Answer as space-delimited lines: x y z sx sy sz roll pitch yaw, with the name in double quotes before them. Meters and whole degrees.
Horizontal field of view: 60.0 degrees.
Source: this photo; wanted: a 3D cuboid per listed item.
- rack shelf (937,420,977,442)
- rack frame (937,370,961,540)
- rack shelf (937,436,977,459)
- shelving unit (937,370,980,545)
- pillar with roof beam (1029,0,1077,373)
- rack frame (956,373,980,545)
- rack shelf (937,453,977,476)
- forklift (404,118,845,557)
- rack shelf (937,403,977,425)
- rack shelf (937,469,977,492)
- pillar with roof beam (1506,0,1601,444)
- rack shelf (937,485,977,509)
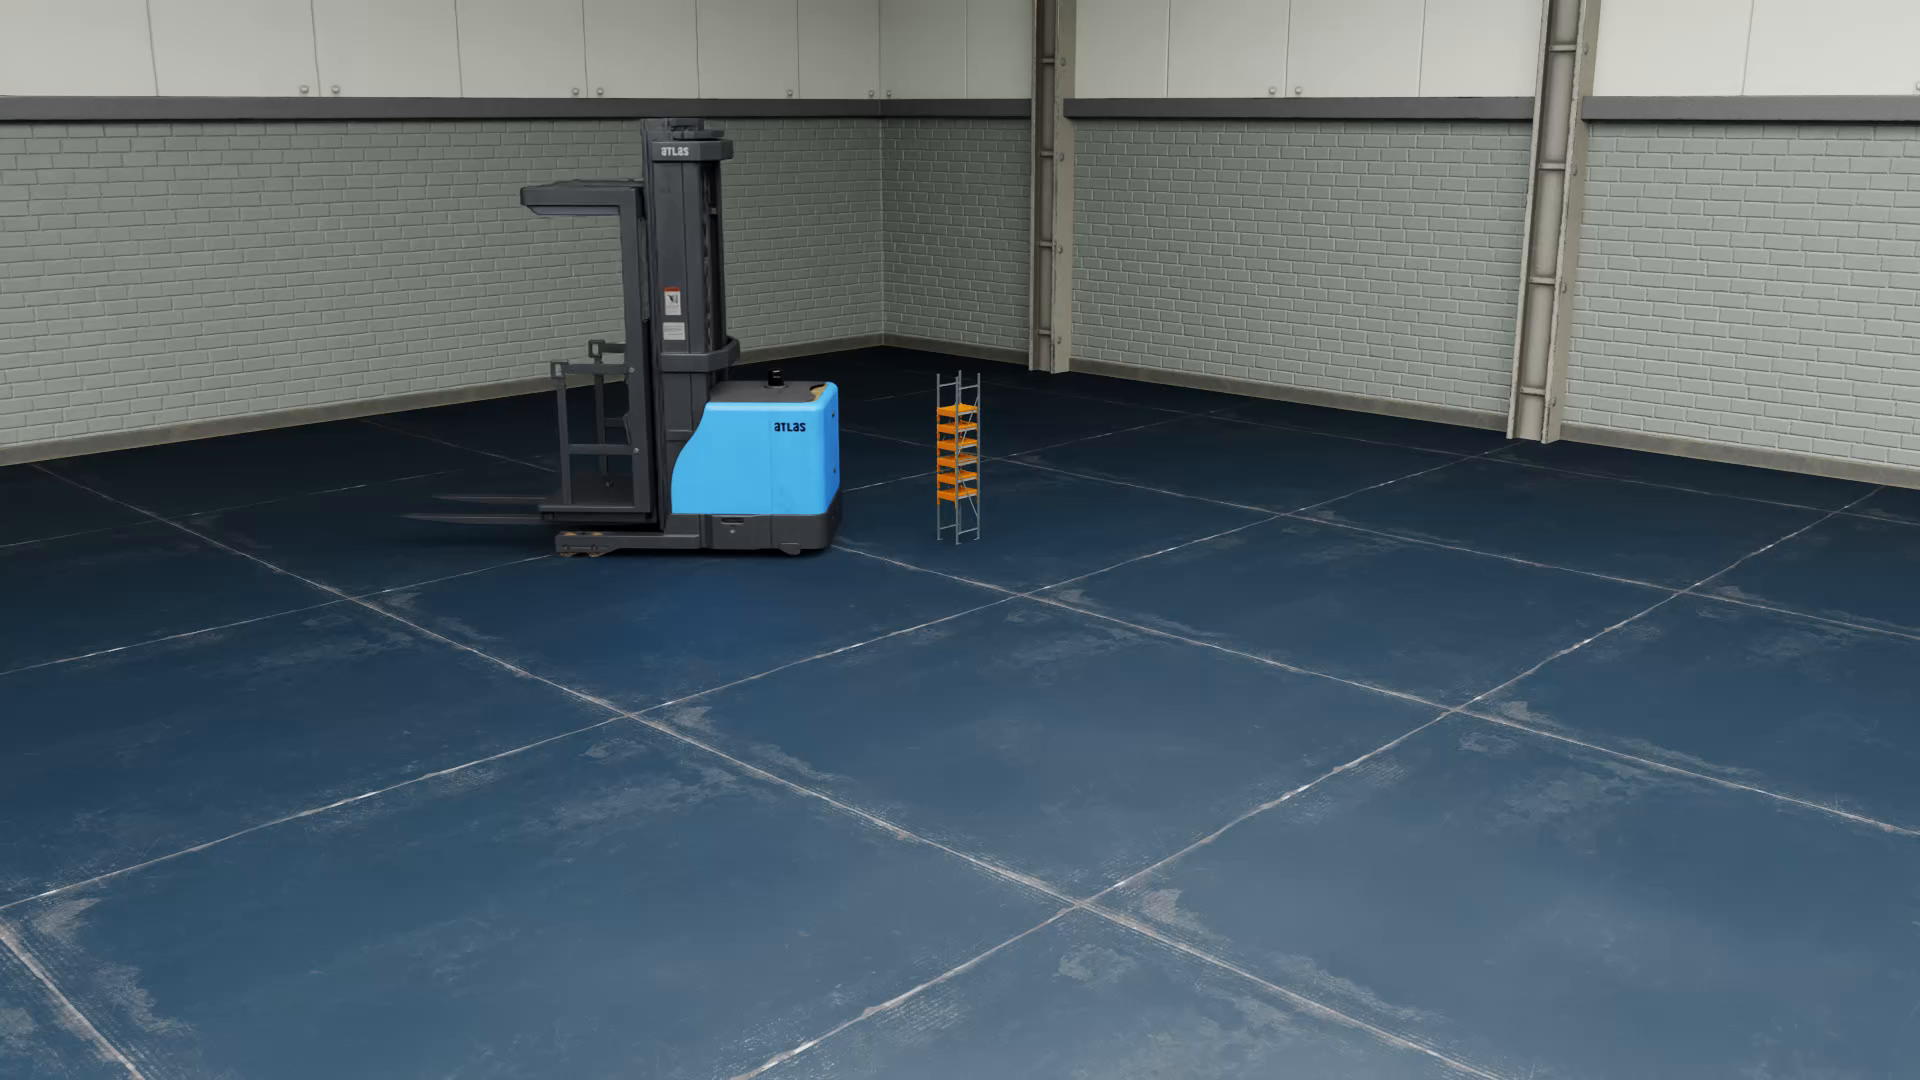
"rack shelf" -0.010 -0.772 11.741 0.180 0.103 0.258 14 20 42
"rack frame" -0.076 -0.599 11.852 0.006 1.200 0.240 14 20 42
"rack shelf" -0.010 -0.656 11.771 0.180 0.103 0.258 14 20 42
"shelving unit" -0.010 -0.583 11.791 0.189 1.200 0.258 14 20 42
"pillar with roof beam" -1.933 -5.576 15.483 0.400 9.000 9.100 14 20 42
"rack frame" 0.055 -0.567 11.729 0.006 1.200 0.240 14 20 42
"rack shelf" -0.010 -0.540 11.802 0.180 0.103 0.258 14 20 42
"forklift" -2.380 -1.432 11.617 3.031 2.935 1.130 1 15 2
"rack shelf" -0.010 -0.889 11.711 0.180 0.103 0.258 14 20 42
"rack shelf" -0.010 -0.424 11.832 0.180 0.103 0.258 14 20 42
"pillar with roof beam" 2.386 -4.525 11.453 0.400 9.000 9.100 14 20 42
"rack shelf" -0.010 -0.308 11.862 0.180 0.103 0.258 14 20 42
